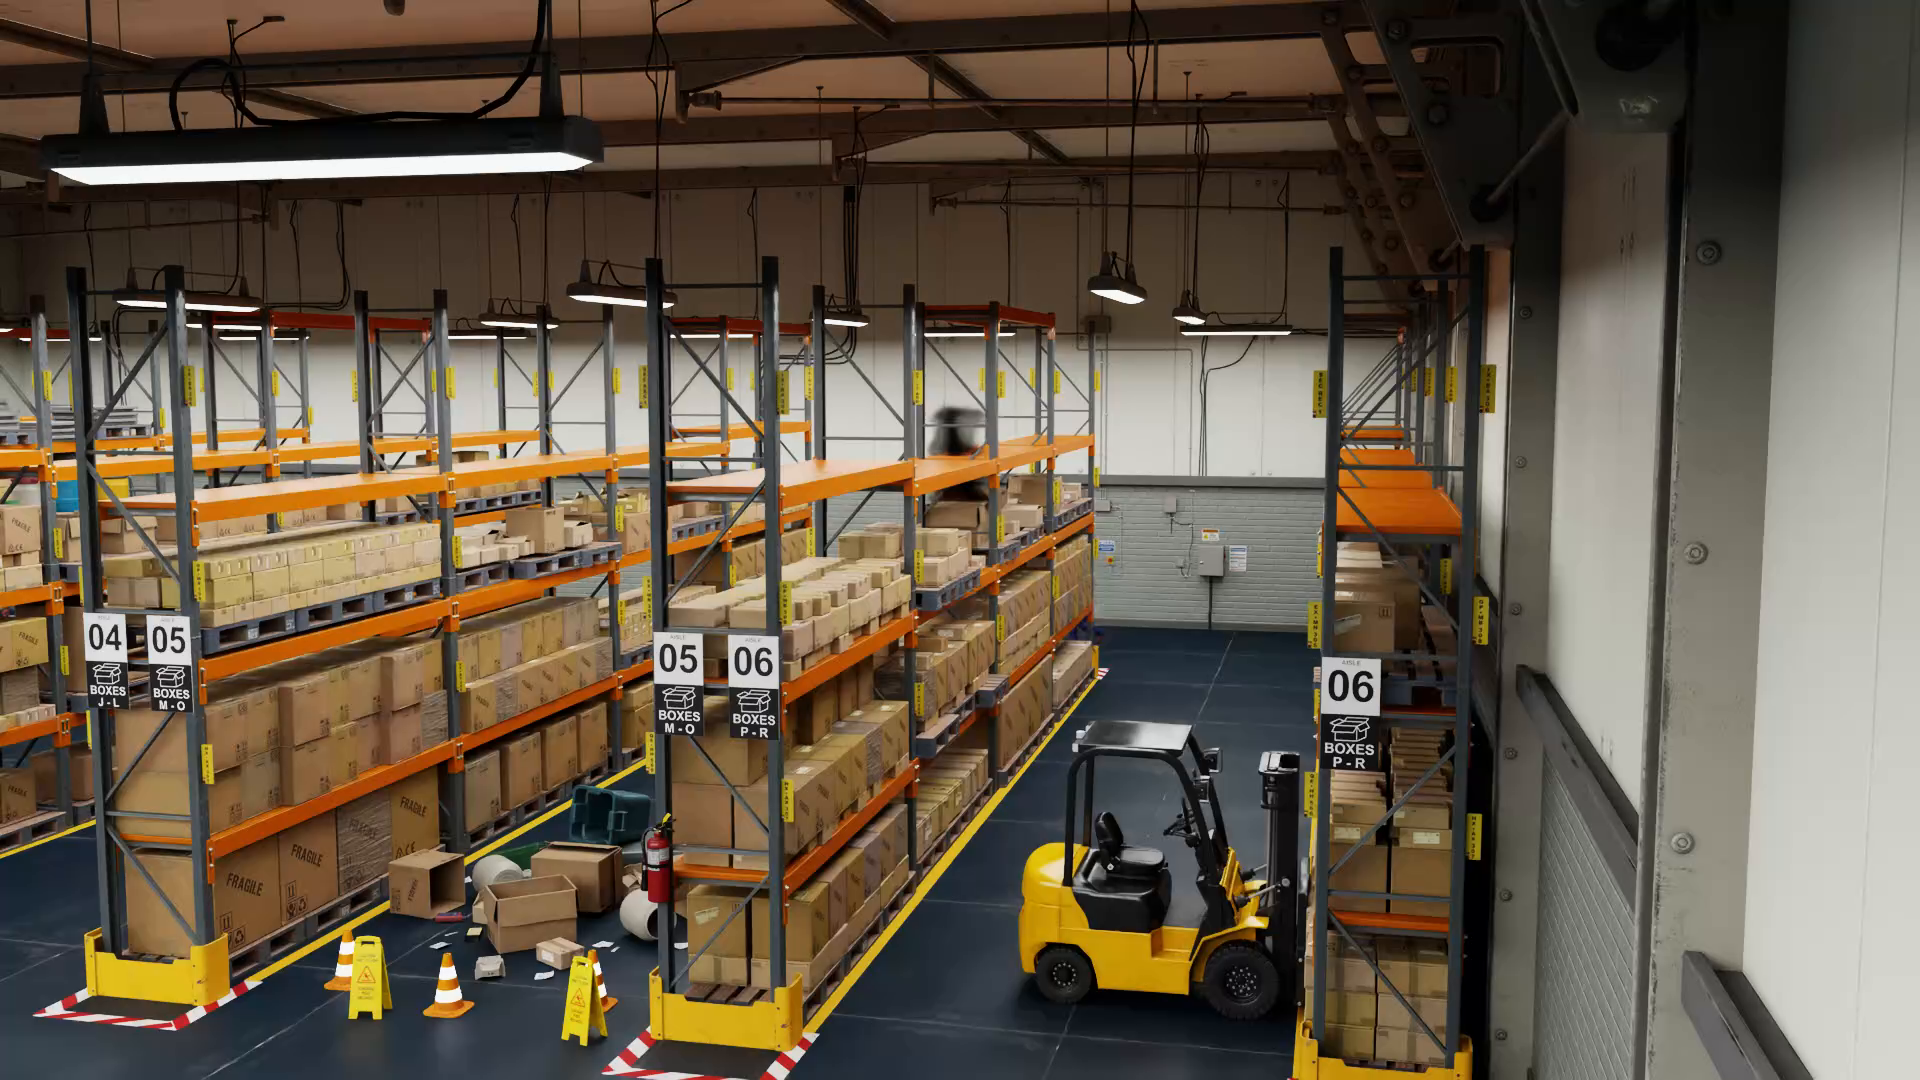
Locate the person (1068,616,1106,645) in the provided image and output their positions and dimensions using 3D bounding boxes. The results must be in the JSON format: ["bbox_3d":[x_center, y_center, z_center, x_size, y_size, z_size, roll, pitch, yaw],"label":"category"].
[{"bbox_3d":[2.300,1.213,31.052,0.848,1.613,0.620,0,6,-2],"label":"person"}]
